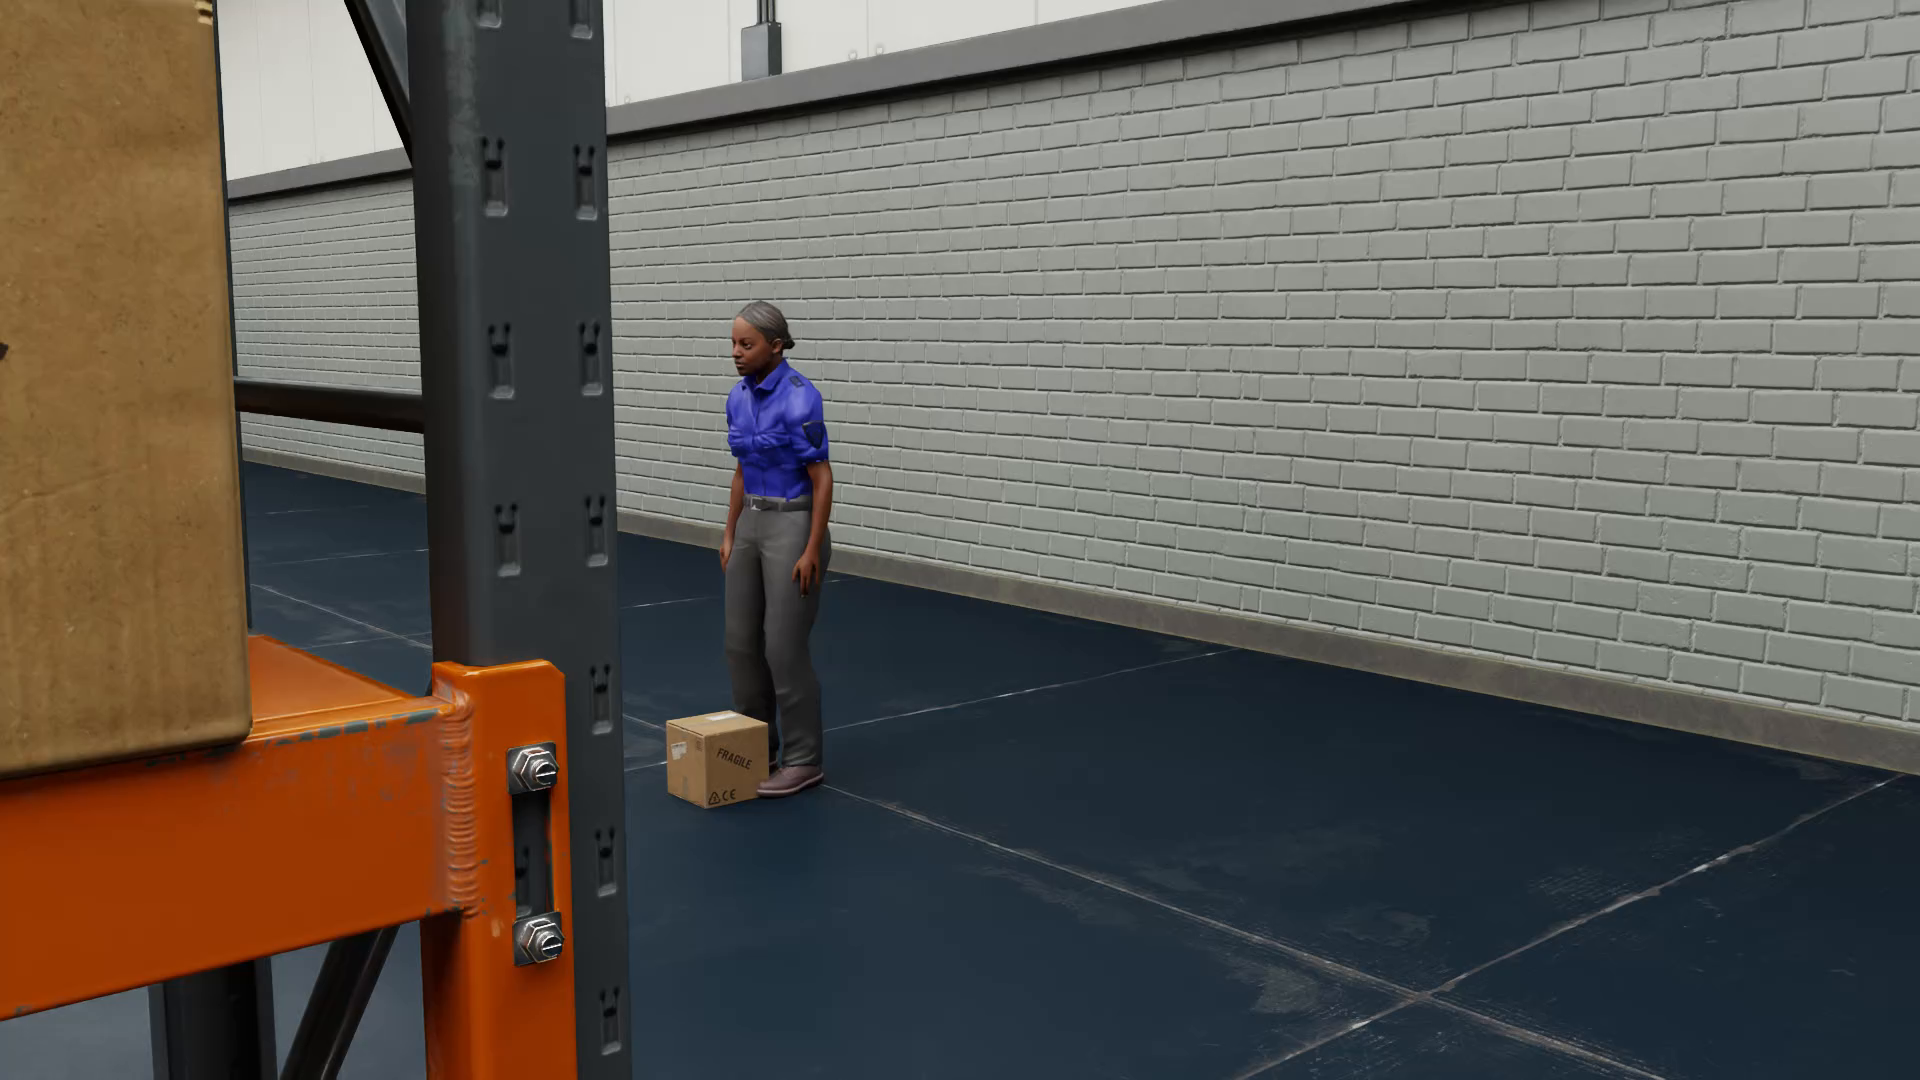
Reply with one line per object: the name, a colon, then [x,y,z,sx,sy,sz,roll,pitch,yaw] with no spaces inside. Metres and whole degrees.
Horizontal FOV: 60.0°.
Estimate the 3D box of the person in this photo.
person: [-0.646,0.019,5.668,0.351,1.653,0.524,-7,11,-44]
